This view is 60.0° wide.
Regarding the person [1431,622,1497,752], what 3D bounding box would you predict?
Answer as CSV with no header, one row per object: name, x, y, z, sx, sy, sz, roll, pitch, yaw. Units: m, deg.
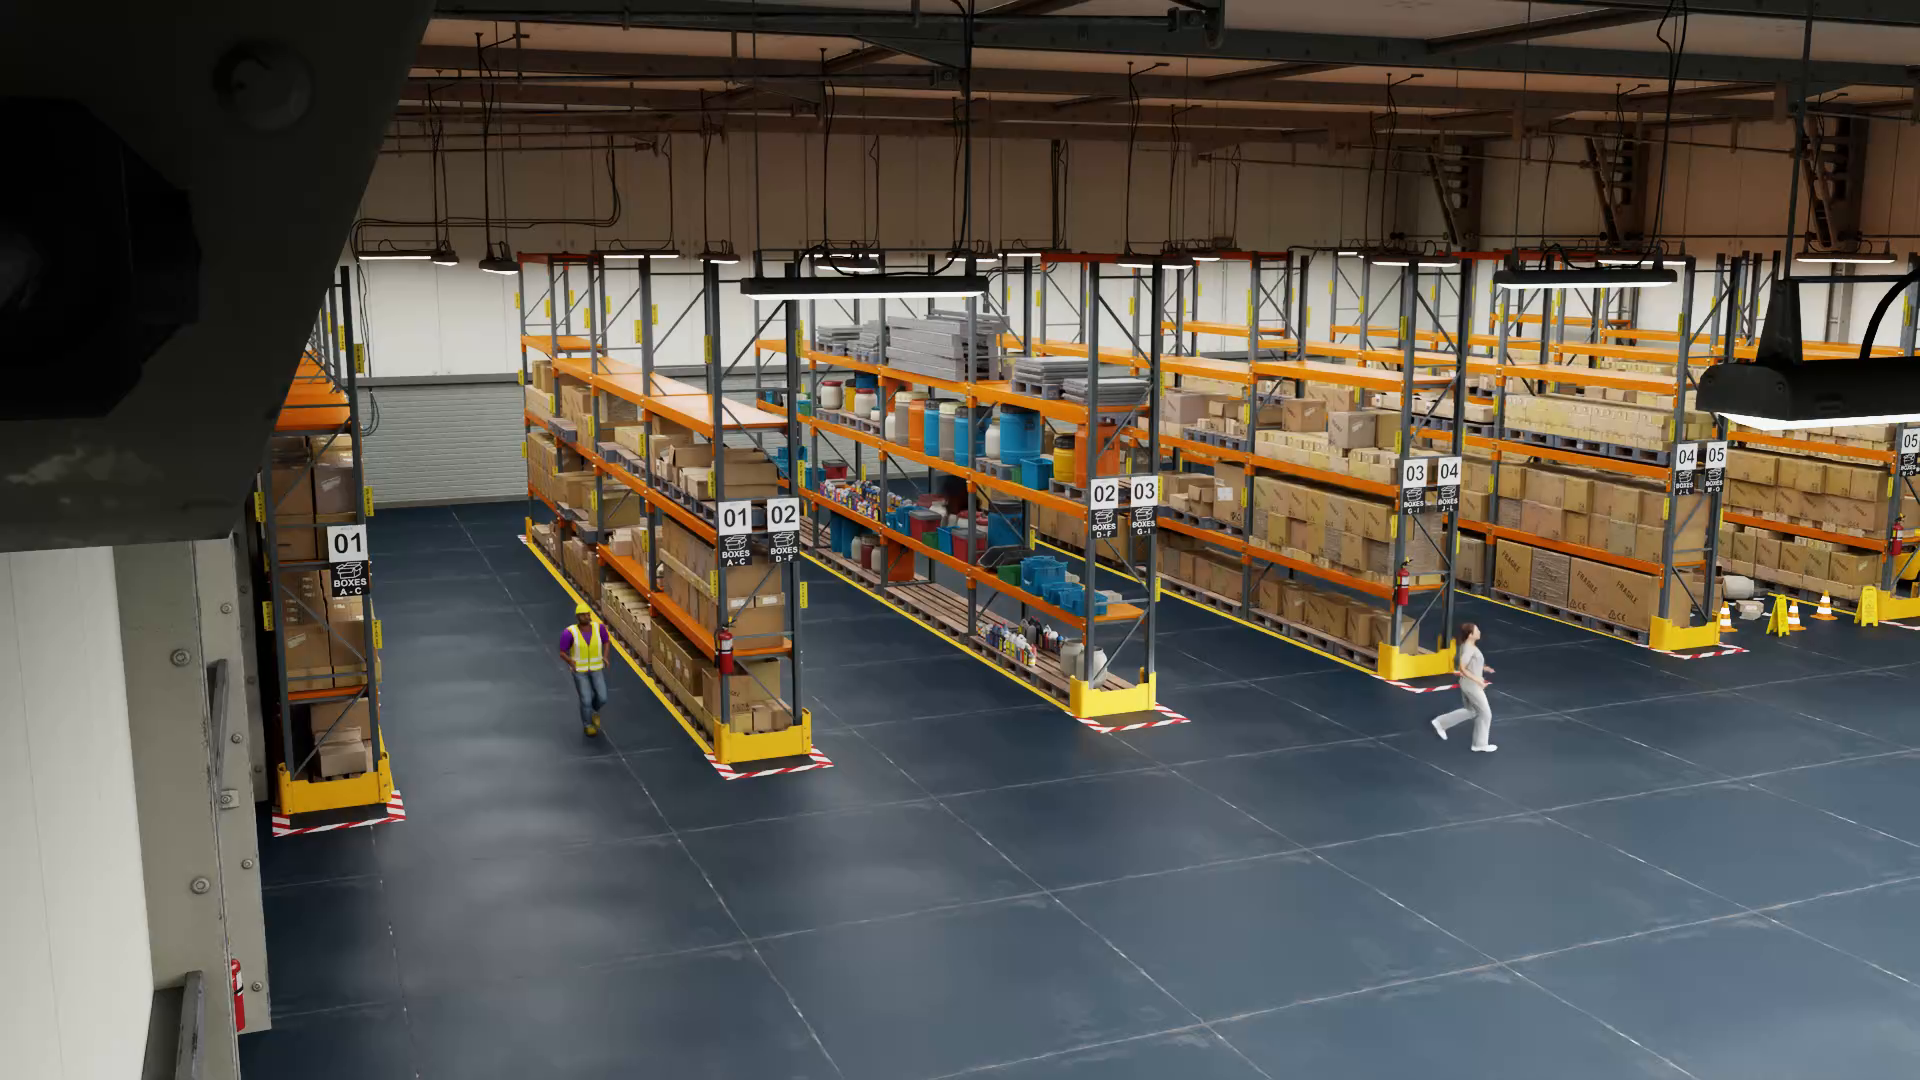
person,6.279,1.812,20.586,0.793,1.634,0.575,2,11,9

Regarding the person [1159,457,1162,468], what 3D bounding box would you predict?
person,4.313,-1.318,37.957,0.611,1.607,0.934,-3,11,-17

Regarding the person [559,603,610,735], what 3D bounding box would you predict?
person,-4.738,1.652,21.187,0.674,1.721,0.569,-5,11,-25
